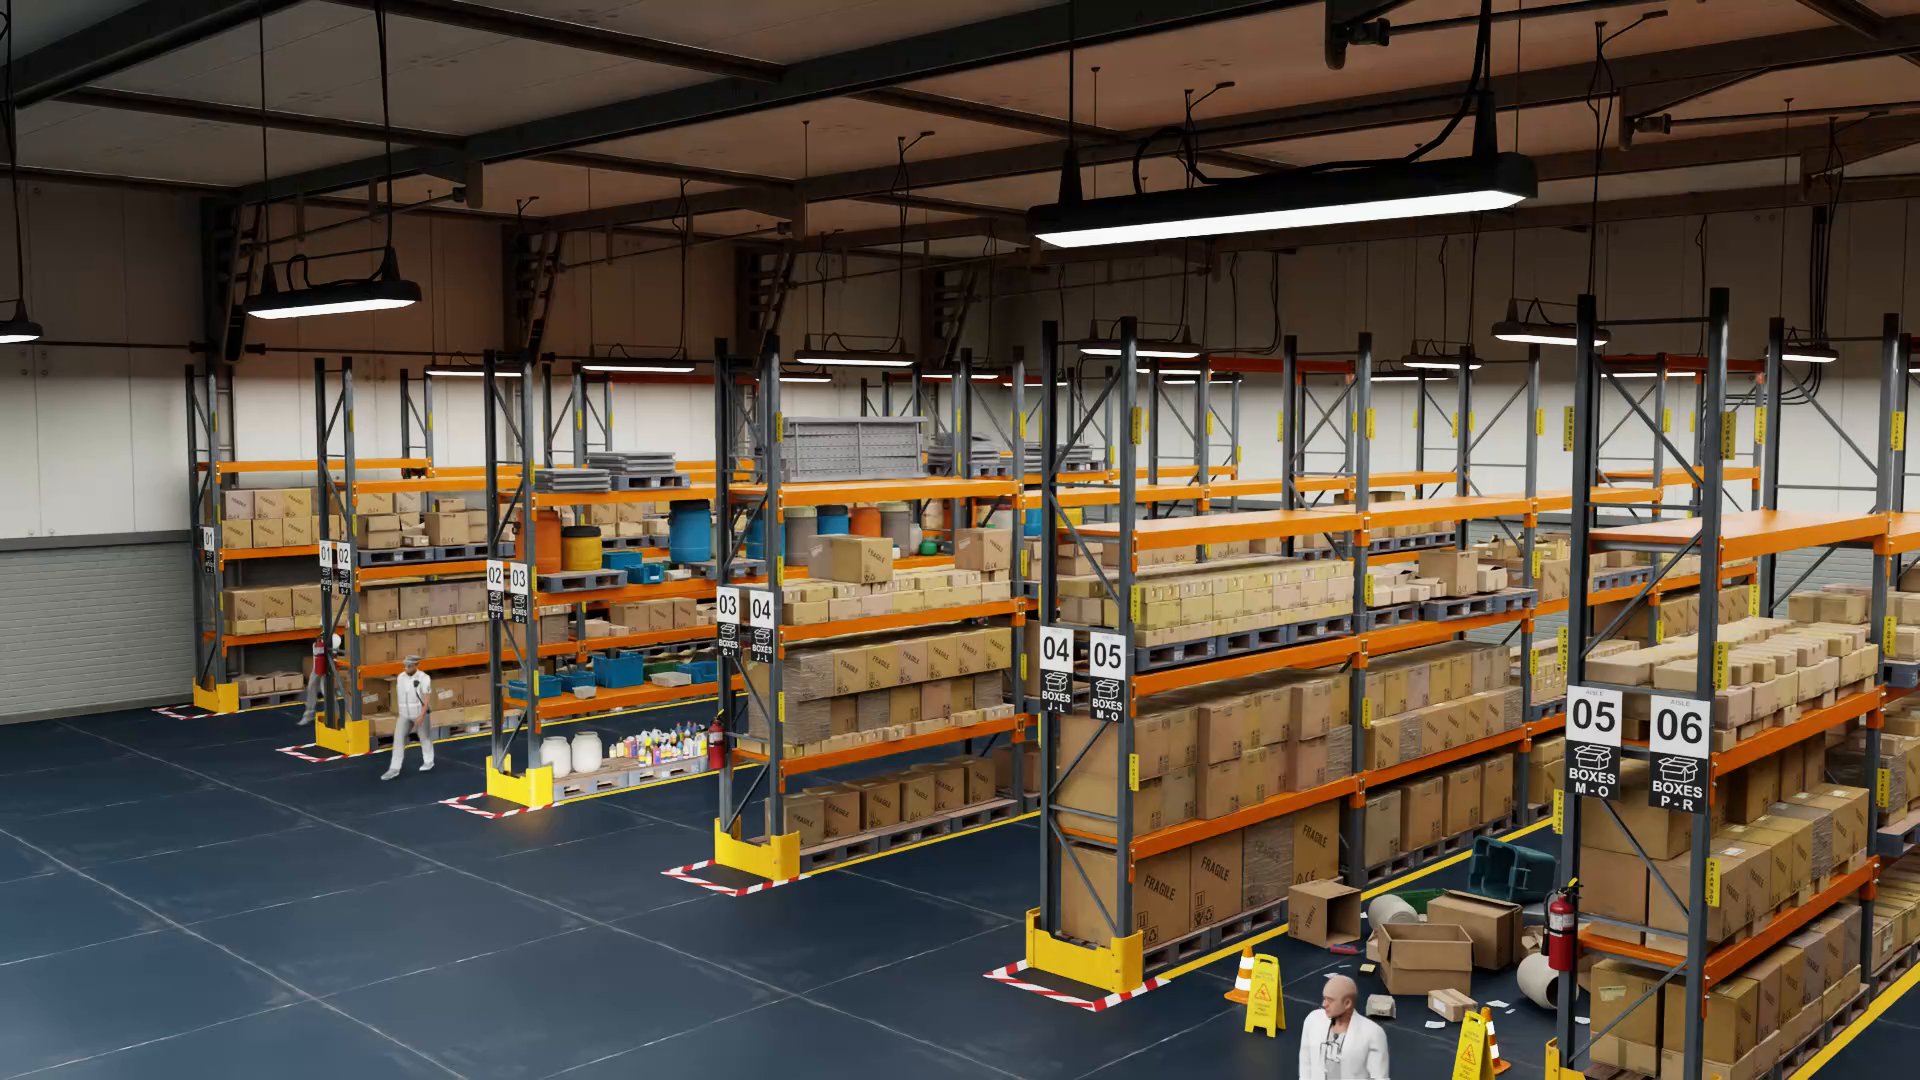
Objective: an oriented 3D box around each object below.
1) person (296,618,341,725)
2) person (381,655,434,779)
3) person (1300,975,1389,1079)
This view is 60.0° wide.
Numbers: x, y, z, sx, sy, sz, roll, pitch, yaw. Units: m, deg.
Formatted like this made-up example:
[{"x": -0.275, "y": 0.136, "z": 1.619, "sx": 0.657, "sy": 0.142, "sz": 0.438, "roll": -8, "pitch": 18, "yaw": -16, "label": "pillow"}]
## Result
[{"x": -10.674, "y": 2.182, "z": 27.656, "sx": 0.595, "sy": 1.789, "sz": 0.685, "roll": 3, "pitch": 6, "yaw": 38, "label": "person"}, {"x": -7.804, "y": 2.476, "z": 23.639, "sx": 0.571, "sy": 1.708, "sz": 0.945, "roll": 0, "pitch": 4, "yaw": 5, "label": "person"}, {"x": 2.300, "y": 3.493, "z": 10.067, "sx": 0.602, "sy": 1.753, "sz": 0.802, "roll": 3, "pitch": 5, "yaw": 30, "label": "person"}]
